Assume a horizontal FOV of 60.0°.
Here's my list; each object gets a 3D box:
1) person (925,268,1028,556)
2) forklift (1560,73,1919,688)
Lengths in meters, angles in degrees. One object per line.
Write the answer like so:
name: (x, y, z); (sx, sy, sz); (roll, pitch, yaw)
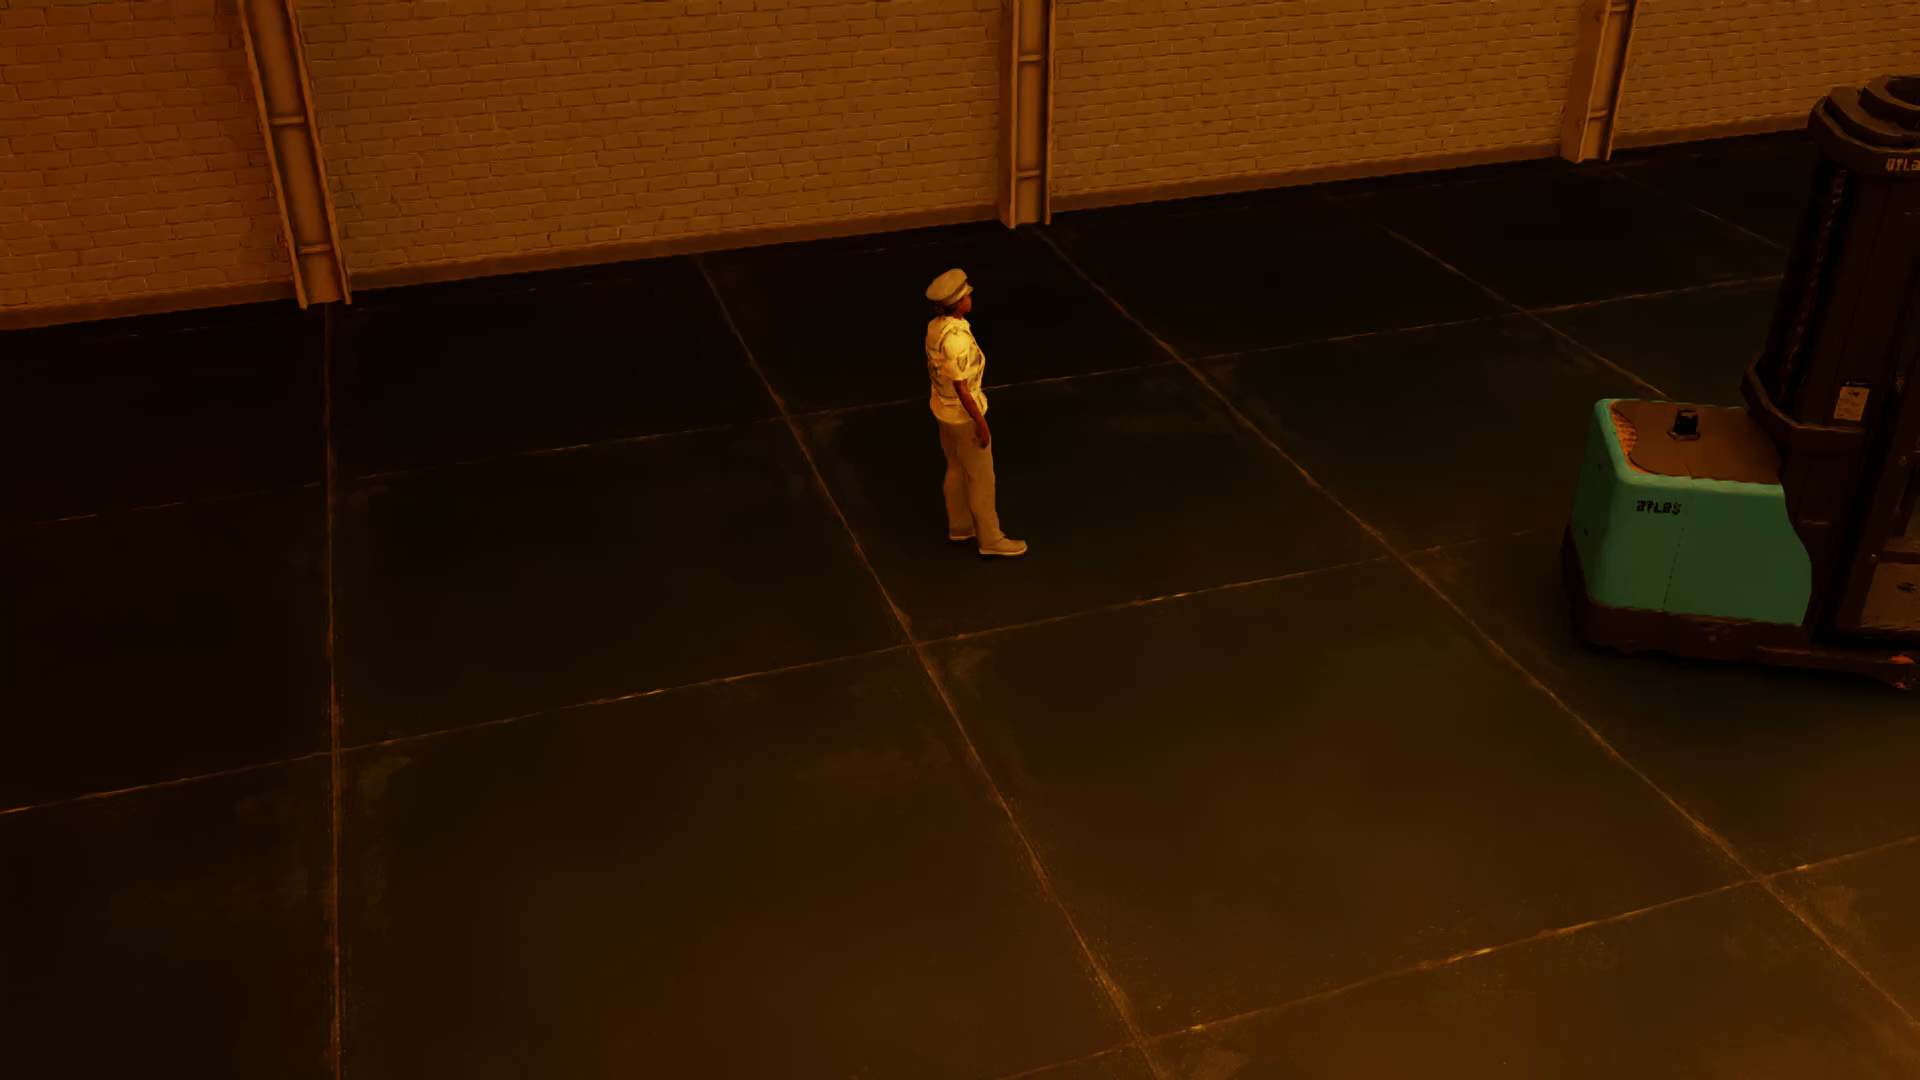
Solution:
person: (0.077, -0.743, 9.605); (0.529, 1.693, 0.570); (-10, 31, -16)
forklift: (4.920, -0.770, 8.425); (3.031, 2.935, 1.130); (6, 30, 10)
